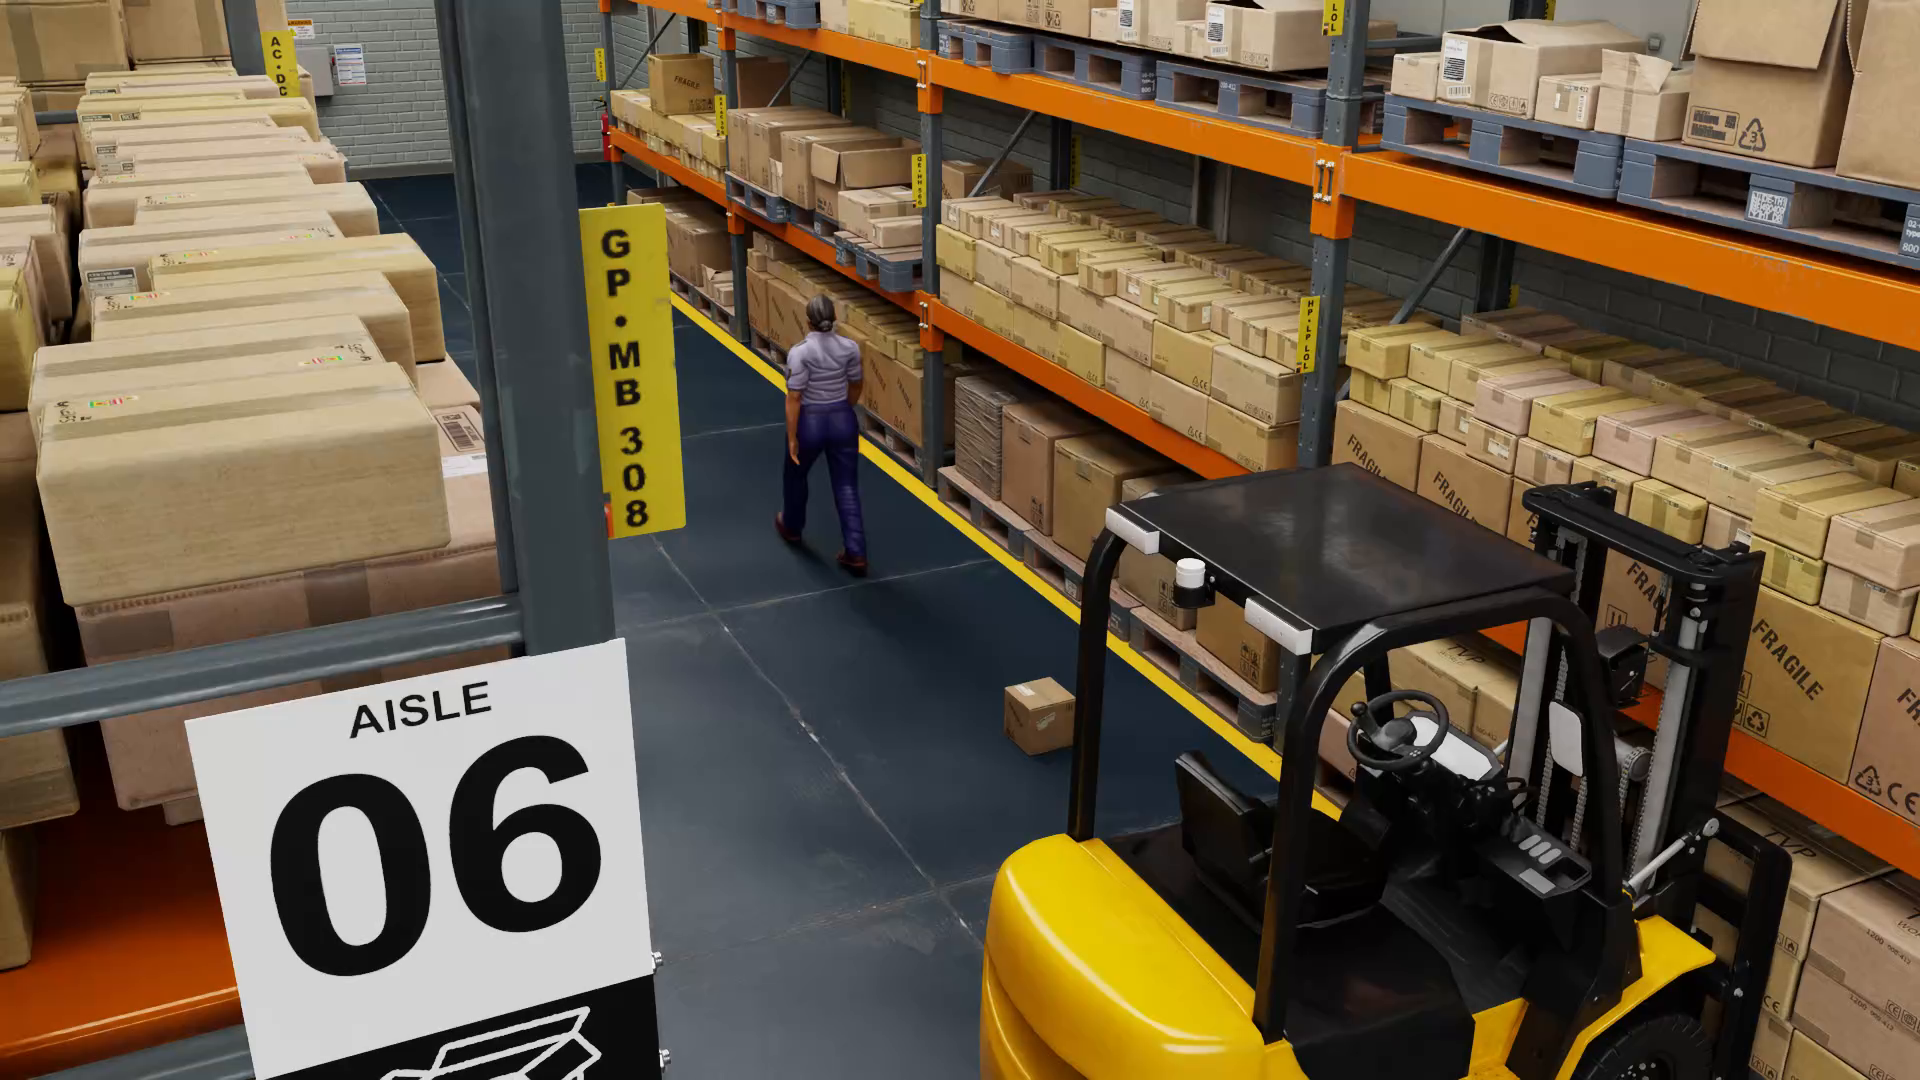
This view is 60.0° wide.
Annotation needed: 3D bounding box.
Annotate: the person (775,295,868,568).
[{"bbox_3d":[-0.823,-0.688,9.796,0.509,1.600,0.917,-9,24,-20],"label":"person"}]
